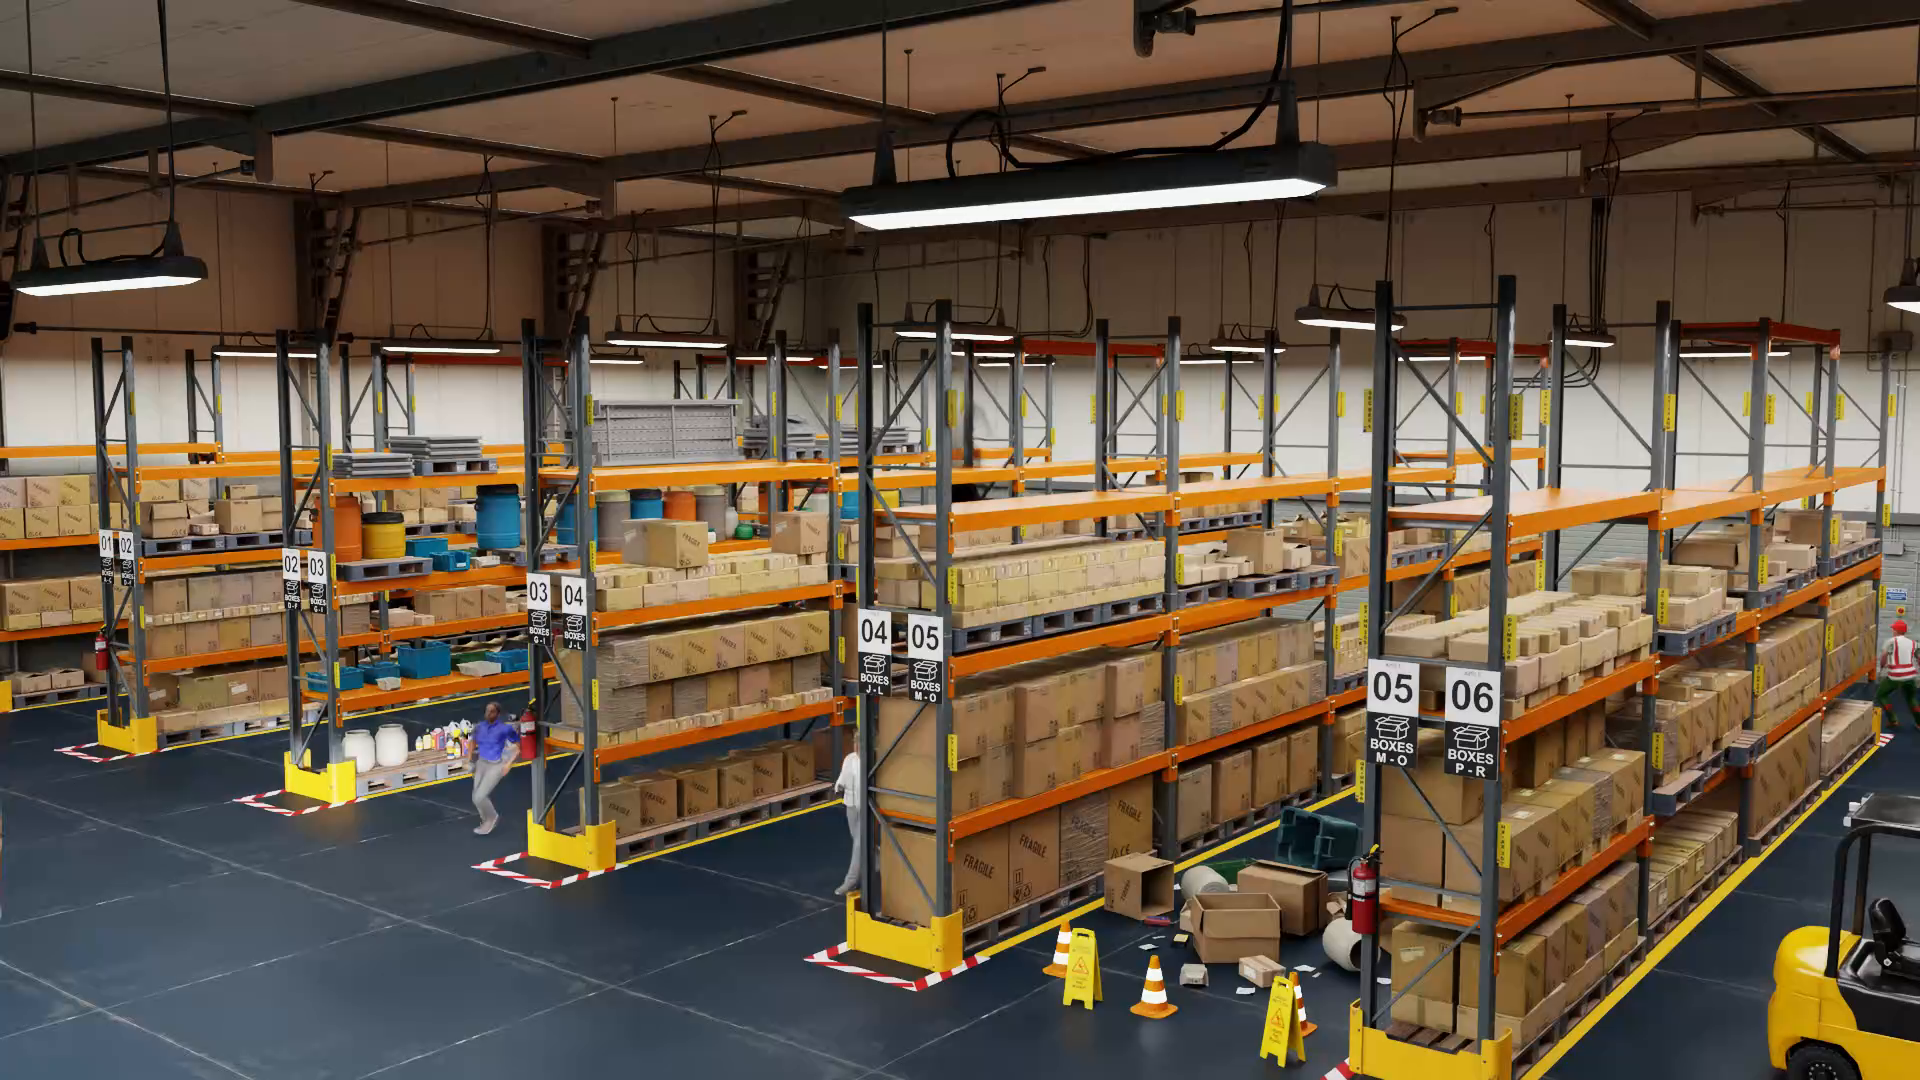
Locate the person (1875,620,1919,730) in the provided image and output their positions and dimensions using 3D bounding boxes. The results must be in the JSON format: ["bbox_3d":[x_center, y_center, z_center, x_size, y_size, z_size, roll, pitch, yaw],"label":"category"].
[{"bbox_3d":[14.544,2.099,25.668,0.949,1.723,0.517,-1,5,-13],"label":"person"}]

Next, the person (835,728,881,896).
[{"bbox_3d":[-1.023,2.779,17.347,0.617,1.667,0.958,3,6,31],"label":"person"}]

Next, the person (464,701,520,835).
[{"bbox_3d":[-5.489,2.678,19.419,0.637,1.598,0.580,2,6,25],"label":"person"}]
